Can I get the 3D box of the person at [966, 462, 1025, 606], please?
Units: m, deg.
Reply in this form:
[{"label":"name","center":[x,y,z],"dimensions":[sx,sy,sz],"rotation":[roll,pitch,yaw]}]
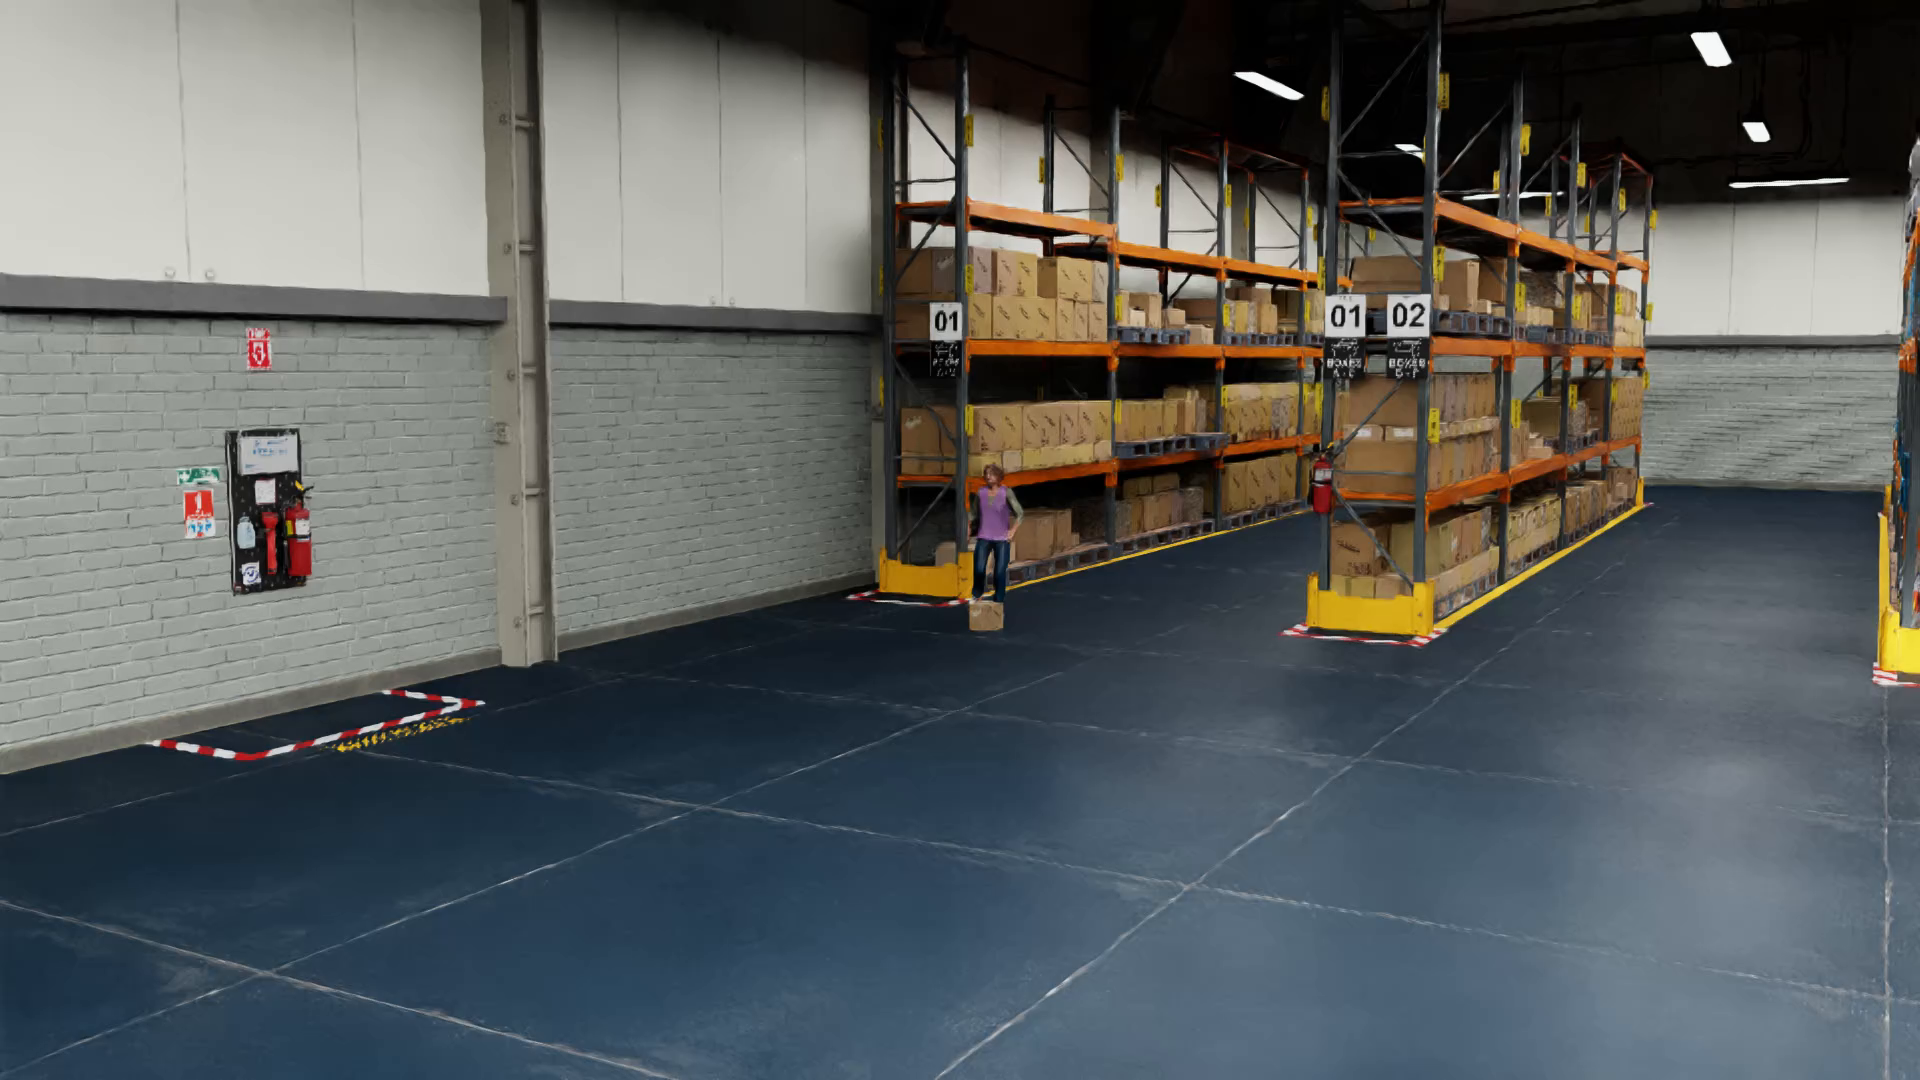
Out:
[{"label":"person","center":[0.348,0.011,16.612],"dimensions":[0.585,1.567,0.439],"rotation":[1,6,7]}]
